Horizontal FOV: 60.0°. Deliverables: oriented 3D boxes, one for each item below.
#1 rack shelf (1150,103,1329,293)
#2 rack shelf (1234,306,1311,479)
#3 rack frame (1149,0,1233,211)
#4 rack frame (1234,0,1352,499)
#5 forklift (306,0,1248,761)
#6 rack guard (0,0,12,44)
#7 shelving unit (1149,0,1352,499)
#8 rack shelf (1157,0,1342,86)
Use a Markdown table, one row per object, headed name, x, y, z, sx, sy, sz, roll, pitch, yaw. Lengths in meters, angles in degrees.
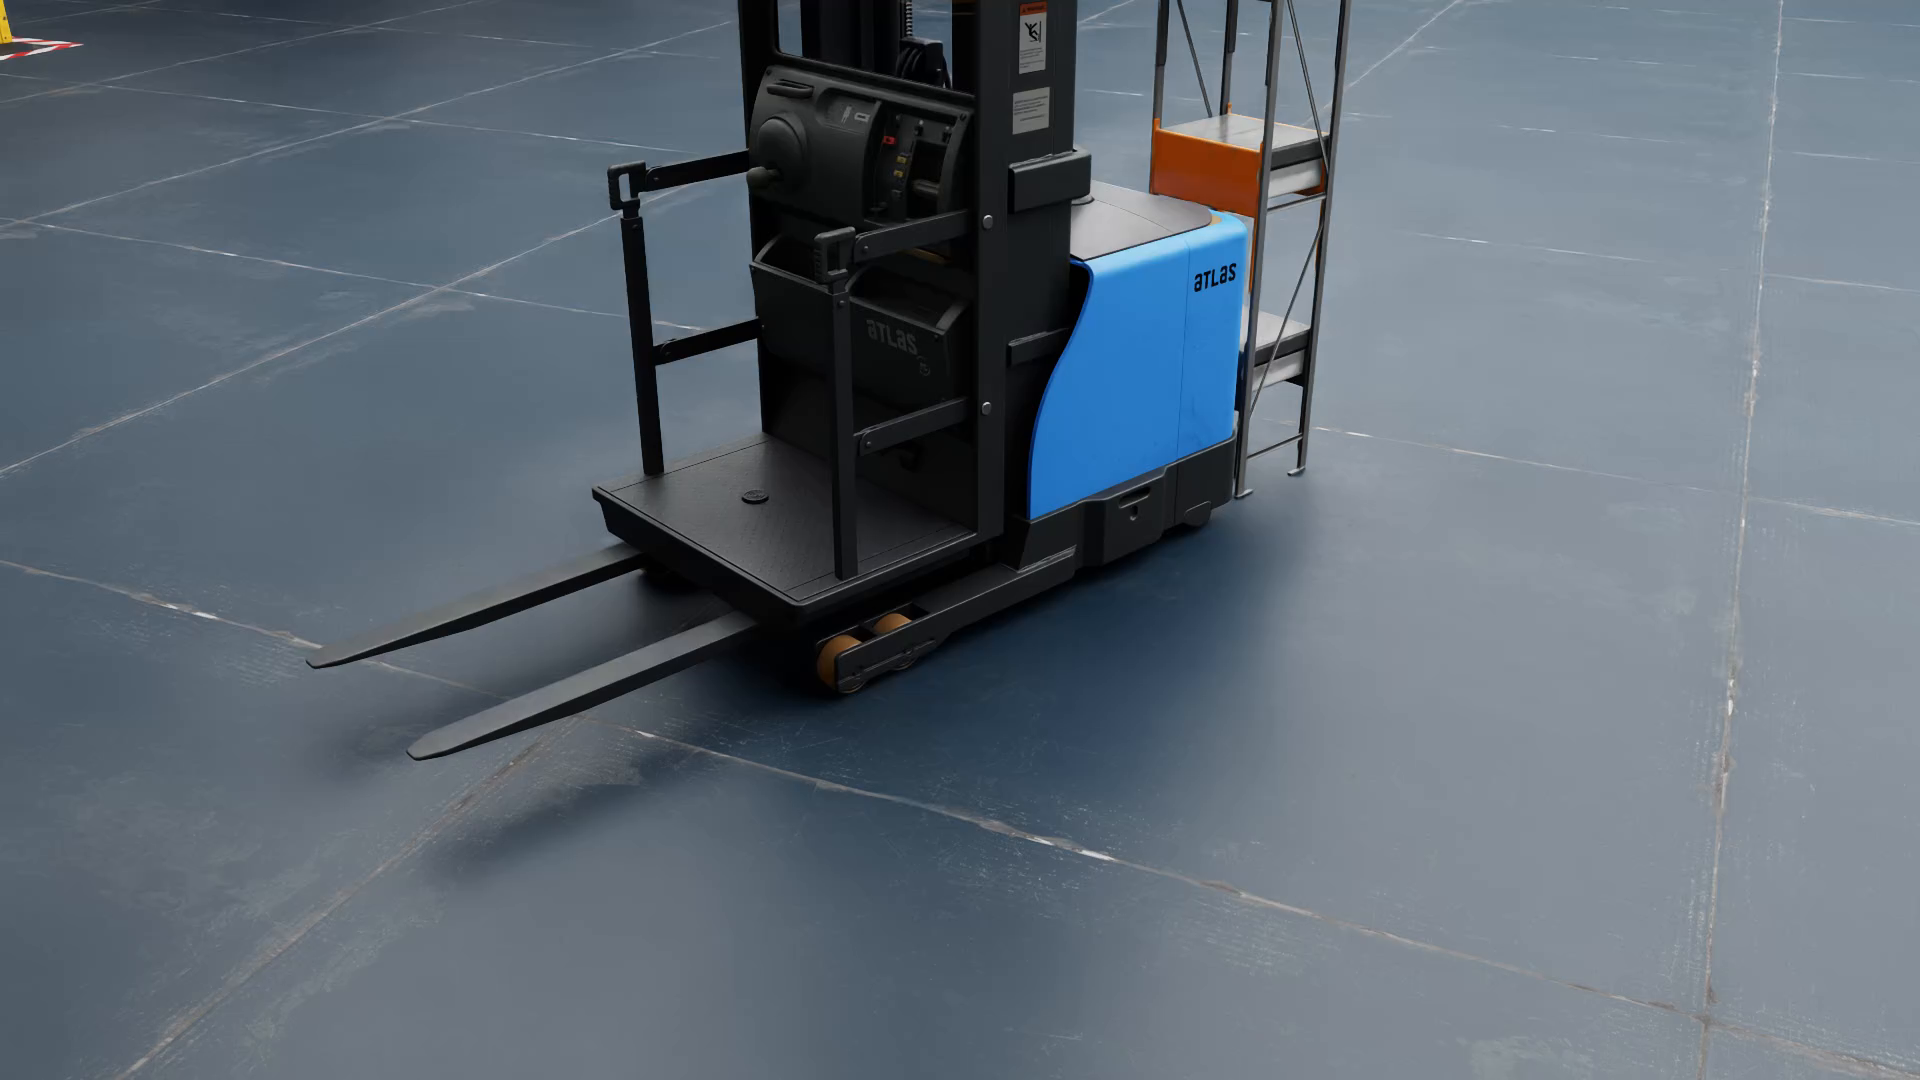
| name | x | y | z | sx | sy | sz | roll | pitch | yaw |
| --- | --- | --- | --- | --- | --- | --- | --- | --- | --- |
| rack shelf | 0.989 | -1.219 | 5.879 | 0.431 | 0.518 | 0.480 | -22 | 34 | -37 |
| rack shelf | 0.989 | -0.591 | 6.188 | 0.431 | 0.518 | 0.480 | -22 | 34 | -37 |
| rack frame | 0.825 | -1.311 | 6.035 | 0.400 | 2.100 | 0.015 | -22 | 34 | -37 |
| rack frame | 1.152 | -1.151 | 5.710 | 0.400 | 2.100 | 0.015 | -22 | 34 | -37 |
| forklift | -0.462 | -1.128 | 4.724 | 3.031 | 2.935 | 1.130 | -22 | 34 | -37 |
| rack guard | -8.754 | -4.437 | 14.195 | 0.348 | 0.500 | 1.175 | 11 | 28 | 22 |
| shelving unit | 0.989 | -1.231 | 5.873 | 0.431 | 2.100 | 0.503 | -22 | 34 | -37 |
| rack shelf | 0.989 | -1.847 | 5.570 | 0.431 | 0.518 | 0.480 | -22 | 34 | -37 |
